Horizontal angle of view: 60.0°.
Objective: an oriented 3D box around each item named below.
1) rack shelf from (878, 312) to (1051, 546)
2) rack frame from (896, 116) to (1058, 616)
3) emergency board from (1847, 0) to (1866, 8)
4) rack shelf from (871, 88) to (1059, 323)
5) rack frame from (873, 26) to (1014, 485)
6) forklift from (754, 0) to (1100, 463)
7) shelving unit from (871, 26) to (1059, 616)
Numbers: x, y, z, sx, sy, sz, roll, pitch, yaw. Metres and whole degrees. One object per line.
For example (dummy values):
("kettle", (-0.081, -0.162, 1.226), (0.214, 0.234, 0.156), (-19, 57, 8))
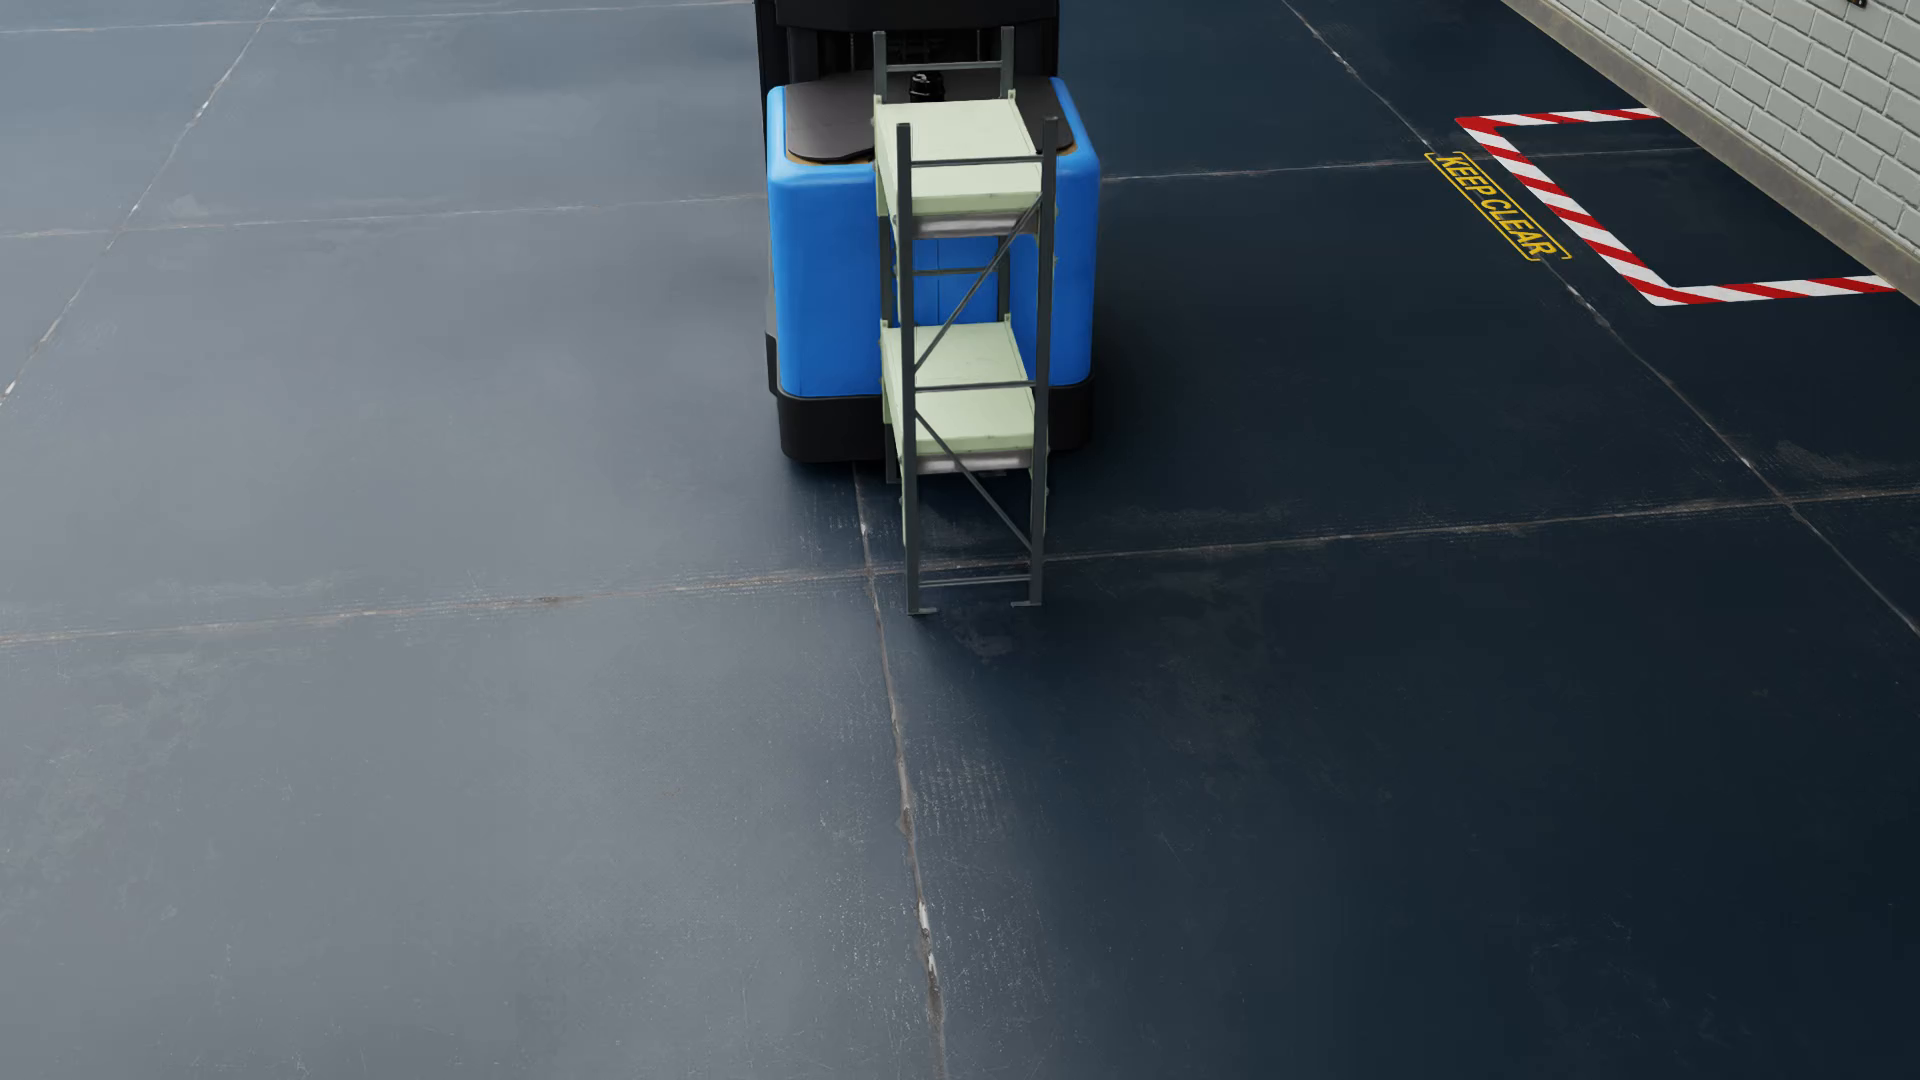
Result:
("rack shelf", (-0.001, -0.349, 5.009), (0.431, 0.370, 0.720), (-4, 34, -6))
("rack frame", (0.043, -0.414, 4.525), (0.400, 1.500, 0.023), (-4, 34, -6))
("emergency board", (3.594, -2.841, 6.755), (0.157, 1.169, 0.626), (-4, 35, -6))
("rack shelf", (-0.001, -0.941, 4.606), (0.431, 0.370, 0.720), (-4, 34, -6))
("rack frame", (-0.046, -0.823, 5.126), (0.400, 1.500, 0.023), (-4, 34, -6))
("forklift", (-0.212, -2.278, 5.990), (1.130, 2.935, 3.031), (-3, 34, -5))
("shelving unit", (-0.001, -0.618, 4.826), (0.431, 1.500, 0.755), (-4, 34, -6))
